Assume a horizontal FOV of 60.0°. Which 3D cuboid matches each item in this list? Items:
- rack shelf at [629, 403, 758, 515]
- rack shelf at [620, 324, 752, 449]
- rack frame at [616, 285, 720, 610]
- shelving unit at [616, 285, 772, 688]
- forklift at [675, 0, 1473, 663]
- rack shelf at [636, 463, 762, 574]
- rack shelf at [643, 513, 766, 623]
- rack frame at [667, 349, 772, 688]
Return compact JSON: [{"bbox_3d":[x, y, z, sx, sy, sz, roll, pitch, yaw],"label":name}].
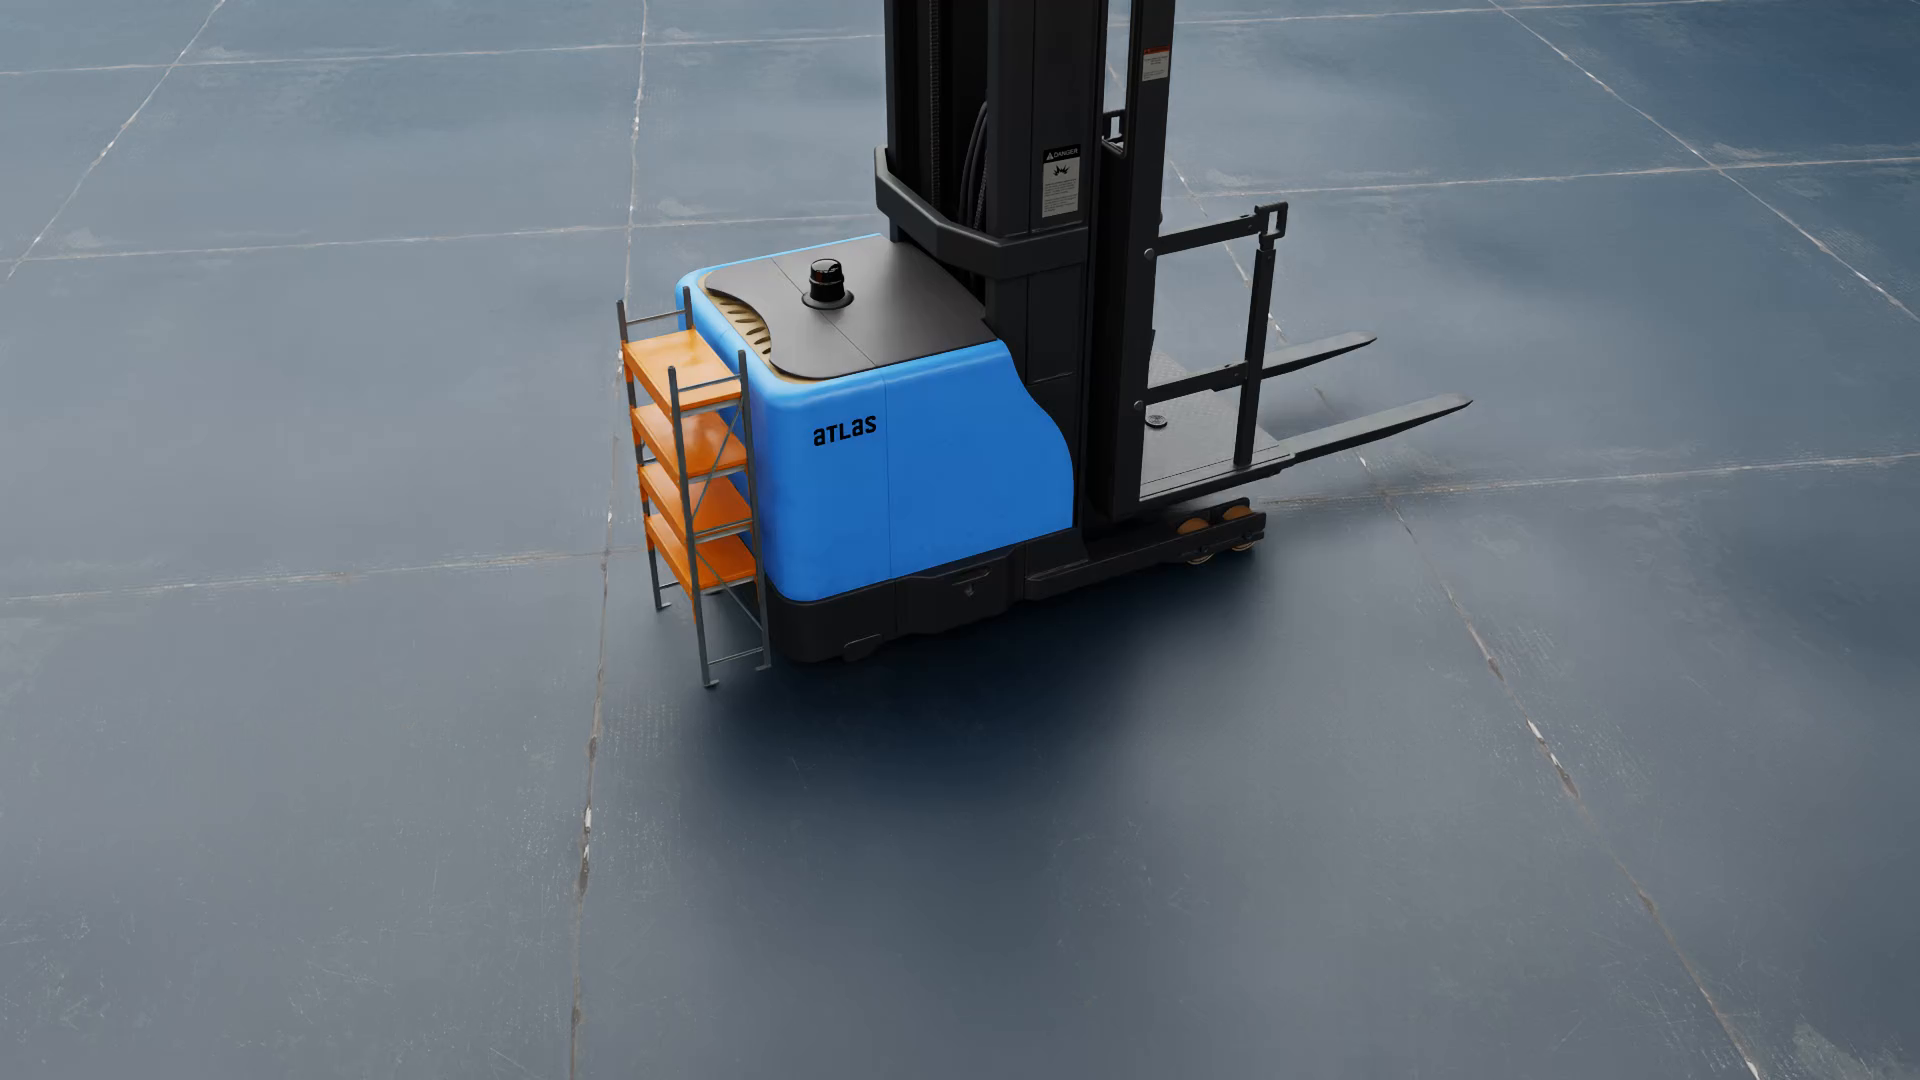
[{"bbox_3d":[-0.859,-0.290,5.333,0.258,0.148,0.480,-16,38,-22],"label":"rack shelf"},{"bbox_3d":[-0.859,-0.486,5.200,0.258,0.148,0.480,-16,38,-22],"label":"rack shelf"},{"bbox_3d":[-0.971,-0.283,5.600,0.240,1.200,0.015,-16,38,-22],"label":"rack frame"},{"bbox_3d":[-0.859,-0.161,5.421,0.258,1.200,0.503,-16,38,-22],"label":"shelving unit"},{"bbox_3d":[0.563,-1.371,5.660,3.031,2.935,1.130,-16,37,-22],"label":"forklift"},{"bbox_3d":[-0.859,-0.106,5.459,0.258,0.148,0.480,-16,38,-22],"label":"rack shelf"},{"bbox_3d":[-0.859,0.059,5.571,0.258,0.148,0.480,-16,38,-22],"label":"rack shelf"},{"bbox_3d":[-0.747,-0.039,5.242,0.240,1.200,0.015,-16,38,-22],"label":"rack frame"}]
